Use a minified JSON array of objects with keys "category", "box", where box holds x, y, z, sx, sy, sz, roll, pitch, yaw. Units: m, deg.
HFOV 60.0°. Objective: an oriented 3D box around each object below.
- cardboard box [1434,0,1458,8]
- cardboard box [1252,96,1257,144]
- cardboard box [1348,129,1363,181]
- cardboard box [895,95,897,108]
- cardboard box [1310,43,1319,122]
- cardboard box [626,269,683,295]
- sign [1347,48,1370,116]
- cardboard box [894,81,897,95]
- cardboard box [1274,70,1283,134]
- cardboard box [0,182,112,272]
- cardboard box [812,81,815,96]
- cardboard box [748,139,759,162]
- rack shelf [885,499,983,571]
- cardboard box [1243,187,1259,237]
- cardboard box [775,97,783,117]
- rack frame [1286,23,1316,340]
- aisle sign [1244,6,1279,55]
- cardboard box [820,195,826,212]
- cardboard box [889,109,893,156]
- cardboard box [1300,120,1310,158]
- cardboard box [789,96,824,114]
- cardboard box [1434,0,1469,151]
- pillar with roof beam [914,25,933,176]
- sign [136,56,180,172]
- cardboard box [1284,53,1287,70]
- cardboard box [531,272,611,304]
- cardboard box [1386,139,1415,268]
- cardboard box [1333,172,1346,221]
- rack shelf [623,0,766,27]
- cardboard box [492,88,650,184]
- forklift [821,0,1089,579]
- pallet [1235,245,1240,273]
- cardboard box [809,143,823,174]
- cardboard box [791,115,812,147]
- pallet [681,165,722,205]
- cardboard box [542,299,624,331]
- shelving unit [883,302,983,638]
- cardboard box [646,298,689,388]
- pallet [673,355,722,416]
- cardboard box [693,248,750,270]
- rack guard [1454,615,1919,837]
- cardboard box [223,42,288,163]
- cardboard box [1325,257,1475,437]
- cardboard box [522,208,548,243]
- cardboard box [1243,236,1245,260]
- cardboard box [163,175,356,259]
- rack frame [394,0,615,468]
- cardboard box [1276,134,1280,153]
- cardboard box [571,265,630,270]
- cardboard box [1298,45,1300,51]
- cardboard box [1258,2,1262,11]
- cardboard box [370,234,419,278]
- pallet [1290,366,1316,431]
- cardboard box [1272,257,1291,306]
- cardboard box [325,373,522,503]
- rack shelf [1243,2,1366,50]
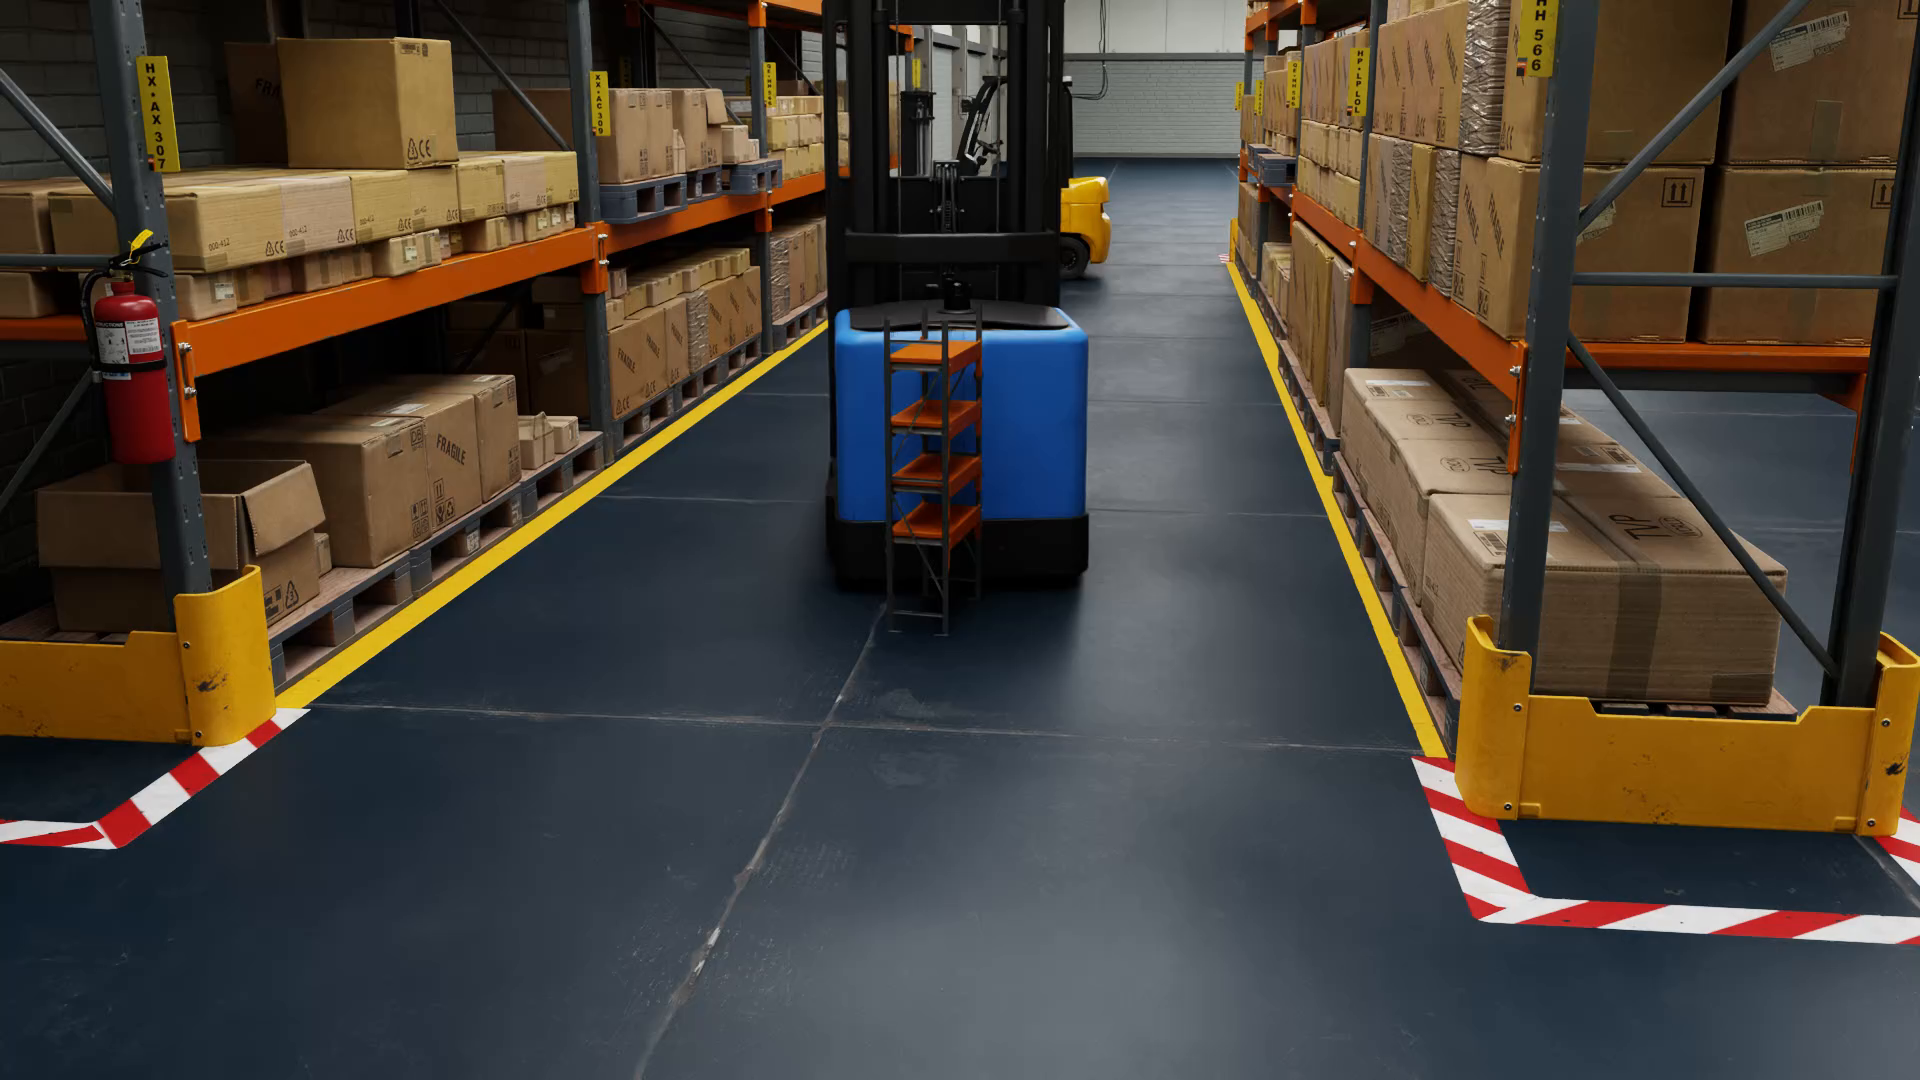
[{"category":"cardboard box","box":[2.027,-2.103,6.342,0.380,0.149,0.250,2,15,6]},{"category":"cardboard box","box":[3.322,-4.385,17.371,0.500,0.500,0.500,2,15,8]},{"category":"cardboard box","box":[2.319,-2.018,8.707,0.500,0.250,0.500,2,15,6]},{"category":"cardboard box","box":[-0.918,-5.115,19.399,0.380,0.149,0.250,2,15,7]},{"category":"cardboard box","box":[2.617,-3.046,11.073,0.500,0.500,0.500,2,15,6]},{"category":"cardboard box","box":[-2.030,-1.678,10.864,0.380,0.149,0.250,2,15,6]},{"category":"sign","box":[1.971,-2.261,8.213,0.100,0.325,0.005,2,15,6]},{"category":"cardboard box","box":[-0.919,-5.124,18.861,0.380,0.149,0.250,2,15,8]},{"category":"cardboard box","box":[2.841,-3.551,13.481,0.500,0.500,0.500,1,15,2]},{"category":"cardboard box","box":[-3.085,-1.033,5.455,0.500,0.250,0.500,2,15,8]},{"category":"cardboard box","box":[-1.697,-4.677,17.208,0.380,0.149,0.250,2,15,6]},{"category":"cardboard box","box":[-1.663,-2.810,11.983,0.380,0.149,0.250,2,15,7]},{"category":"rack shelf","box":[-0.096,-0.024,6.470,0.258,0.148,0.480,4,16,15]},{"category":"cardboard box","box":[3.378,-3.604,18.271,0.500,0.500,0.500,2,15,7]},{"category":"cardboard box","box":[-1.613,-3.415,13.109,0.380,0.149,0.250,2,15,7]},{"category":"rack frame","box":[2.962,-2.765,12.140,1.000,3.000,0.127,2,15,6]},{"category":"aisle sign","box":[3.564,-6.120,19.567,0.394,0.787,0.004,2,15,6]},{"category":"cardboard box","box":[-1.152,-3.422,17.117,0.500,0.250,0.500,1,15,5]},{"category":"cardboard box","box":[-1.033,-4.500,18.365,0.500,0.500,0.500,2,15,7]},{"category":"cardboard box","box":[2.660,-2.810,11.635,0.500,0.250,0.500,2,15,6]},{"category":"cardboard box","box":[-1.404,-3.810,14.573,0.380,0.149,0.250,1,15,5]},{"category":"cardboard box","box":[1.966,-1.617,5.790,0.500,0.500,0.500,2,15,6]},{"category":"pillar with roof beam","box":[3.590,-10.712,30.039,9.100,9.000,0.400,2,15,6]},{"category":"sign","box":[-2.334,-1.237,4.832,0.100,0.325,0.005,2,15,6]},{"category":"cardboard box","box":[2.989,-4.114,14.320,0.380,0.149,0.250,3,15,9]},{"category":"cardboard box","box":[-2.177,-1.412,9.310,0.380,0.149,0.250,1,15,5]},{"category":"cardboard box","box":[2.075,-1.402,6.910,0.500,0.500,0.500,2,15,7]},{"category":"cardboard box","box":[2.370,-1.911,9.269,0.500,0.250,0.500,1,15,5]},{"category":"rack shelf","box":[-2.196,-3.492,10.461,1.077,0.370,4.000,2,15,6]},{"category":"cardboard box","box":[-2.145,-2.242,9.212,0.700,0.500,0.500,2,15,8]},{"category":"forklift","box":[-0.097,-1.588,7.920,1.130,2.935,3.031,-1,15,-4]},{"category":"pallet","box":[3.730,-3.264,19.329,1.003,0.211,1.213,2,15,6]},{"category":"cardboard box","box":[-1.504,-3.344,14.570,0.500,0.250,0.500,2,15,8]},{"category":"cardboard box","box":[-1.543,-3.452,14.011,0.500,0.250,0.500,1,15,5]},{"category":"pallet","box":[-2.185,-2.313,10.837,1.003,0.211,1.213,2,15,6]},{"category":"cardboard box","box":[-2.117,-1.267,9.343,0.380,0.149,0.250,2,15,9]},{"category":"shelving unit","box":[-0.096,-0.280,6.401,0.258,1.200,0.503,4,16,15]},{"category":"cardboard box","box":[-2.032,-1.255,10.542,0.500,0.500,0.500,1,15,5]},{"category":"pallet","box":[-2.232,-1.056,11.162,1.003,0.211,1.213,2,15,6]},{"category":"cardboard box","box":[-1.774,-2.084,12.363,0.380,0.149,0.250,1,15,4]},{"category":"rack guard","box":[2.057,0.523,4.770,1.175,0.500,0.348,2,15,6]},{"category":"cardboard box","box":[-2.854,-1.927,7.324,0.500,0.500,0.500,1,15,5]},{"category":"cardboard box","box":[2.501,-1.068,9.129,0.875,0.875,0.875,2,15,8]},{"category":"cardboard box","box":[-2.220,-1.525,8.036,0.380,0.149,0.250,2,15,8]},{"category":"cardboard box","box":[3.385,-3.240,18.361,0.500,0.250,0.500,3,15,10]},{"category":"cardboard box","box":[-2.497,-1.147,5.874,0.500,0.250,0.500,2,15,7]},{"category":"rack frame","box":[-2.421,-1.873,8.841,1.000,3.000,0.127,2,15,6]},{"category":"cardboard box","box":[2.761,-3.213,13.476,0.380,0.149,0.250,2,15,7]},{"category":"cardboard box","box":[-2.431,-1.756,11.152,0.380,0.149,0.250,2,15,7]},{"category":"cardboard box","box":[3.758,-4.716,16.680,0.700,0.500,0.500,2,15,7]},{"category":"cardboard box","box":[3.374,-5.685,17.675,0.380,0.149,0.250,1,15,5]},{"category":"cardboard box","box":[-2.368,-1.124,6.552,0.380,0.149,0.250,1,15,5]},{"category":"pallet","box":[2.658,-0.901,10.589,1.003,0.211,1.213,2,15,6]},{"category":"cardboard box","box":[3.203,-2.233,14.405,0.950,0.372,0.625,2,15,8]},{"category":"cardboard box","box":[-2.457,-0.477,7.663,0.700,0.500,0.500,1,15,4]},{"category":"rack shelf","box":[3.639,-5.422,17.598,1.077,0.370,4.000,2,15,6]}]
